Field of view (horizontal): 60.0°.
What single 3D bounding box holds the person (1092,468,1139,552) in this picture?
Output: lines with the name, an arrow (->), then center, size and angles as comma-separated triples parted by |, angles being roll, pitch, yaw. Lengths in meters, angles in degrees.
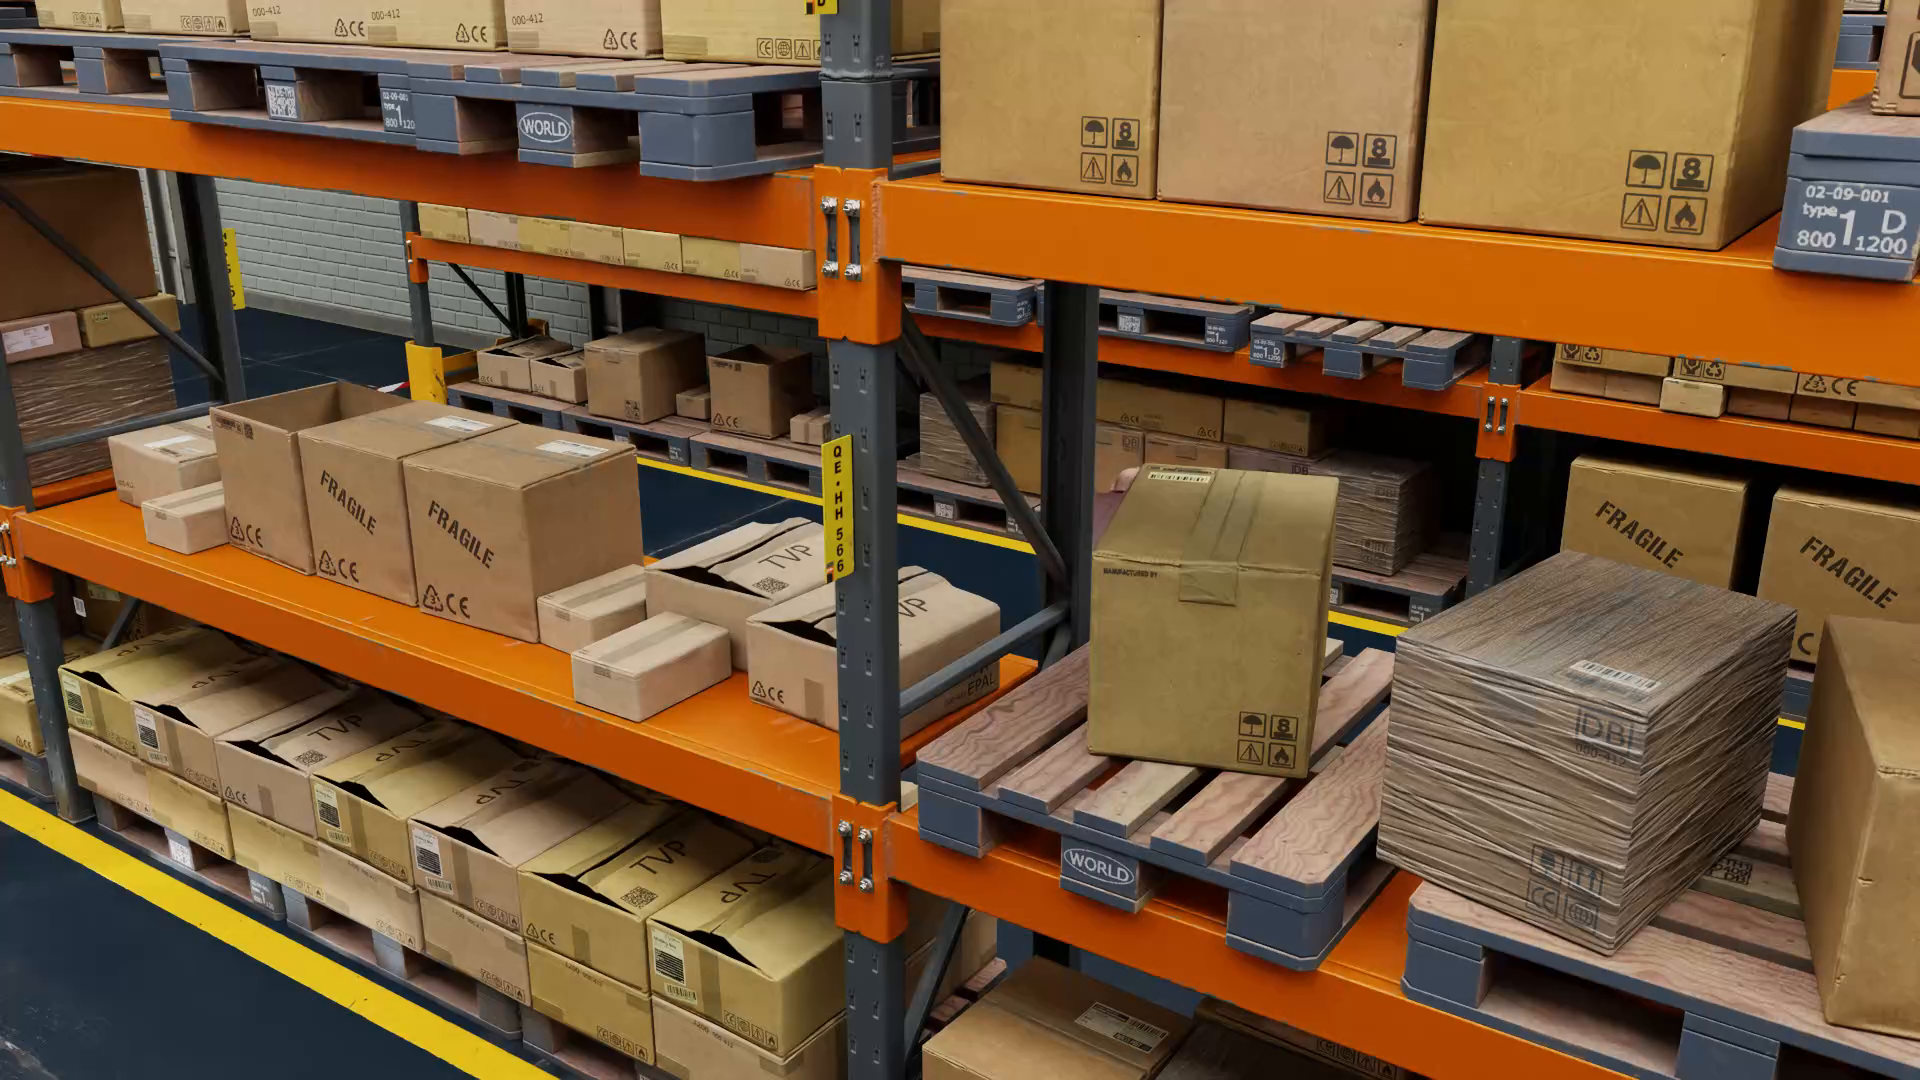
person -> 0.717, 0.182, 8.007 | 0.599, 0.858, 0.896 | 13, 23, 32
